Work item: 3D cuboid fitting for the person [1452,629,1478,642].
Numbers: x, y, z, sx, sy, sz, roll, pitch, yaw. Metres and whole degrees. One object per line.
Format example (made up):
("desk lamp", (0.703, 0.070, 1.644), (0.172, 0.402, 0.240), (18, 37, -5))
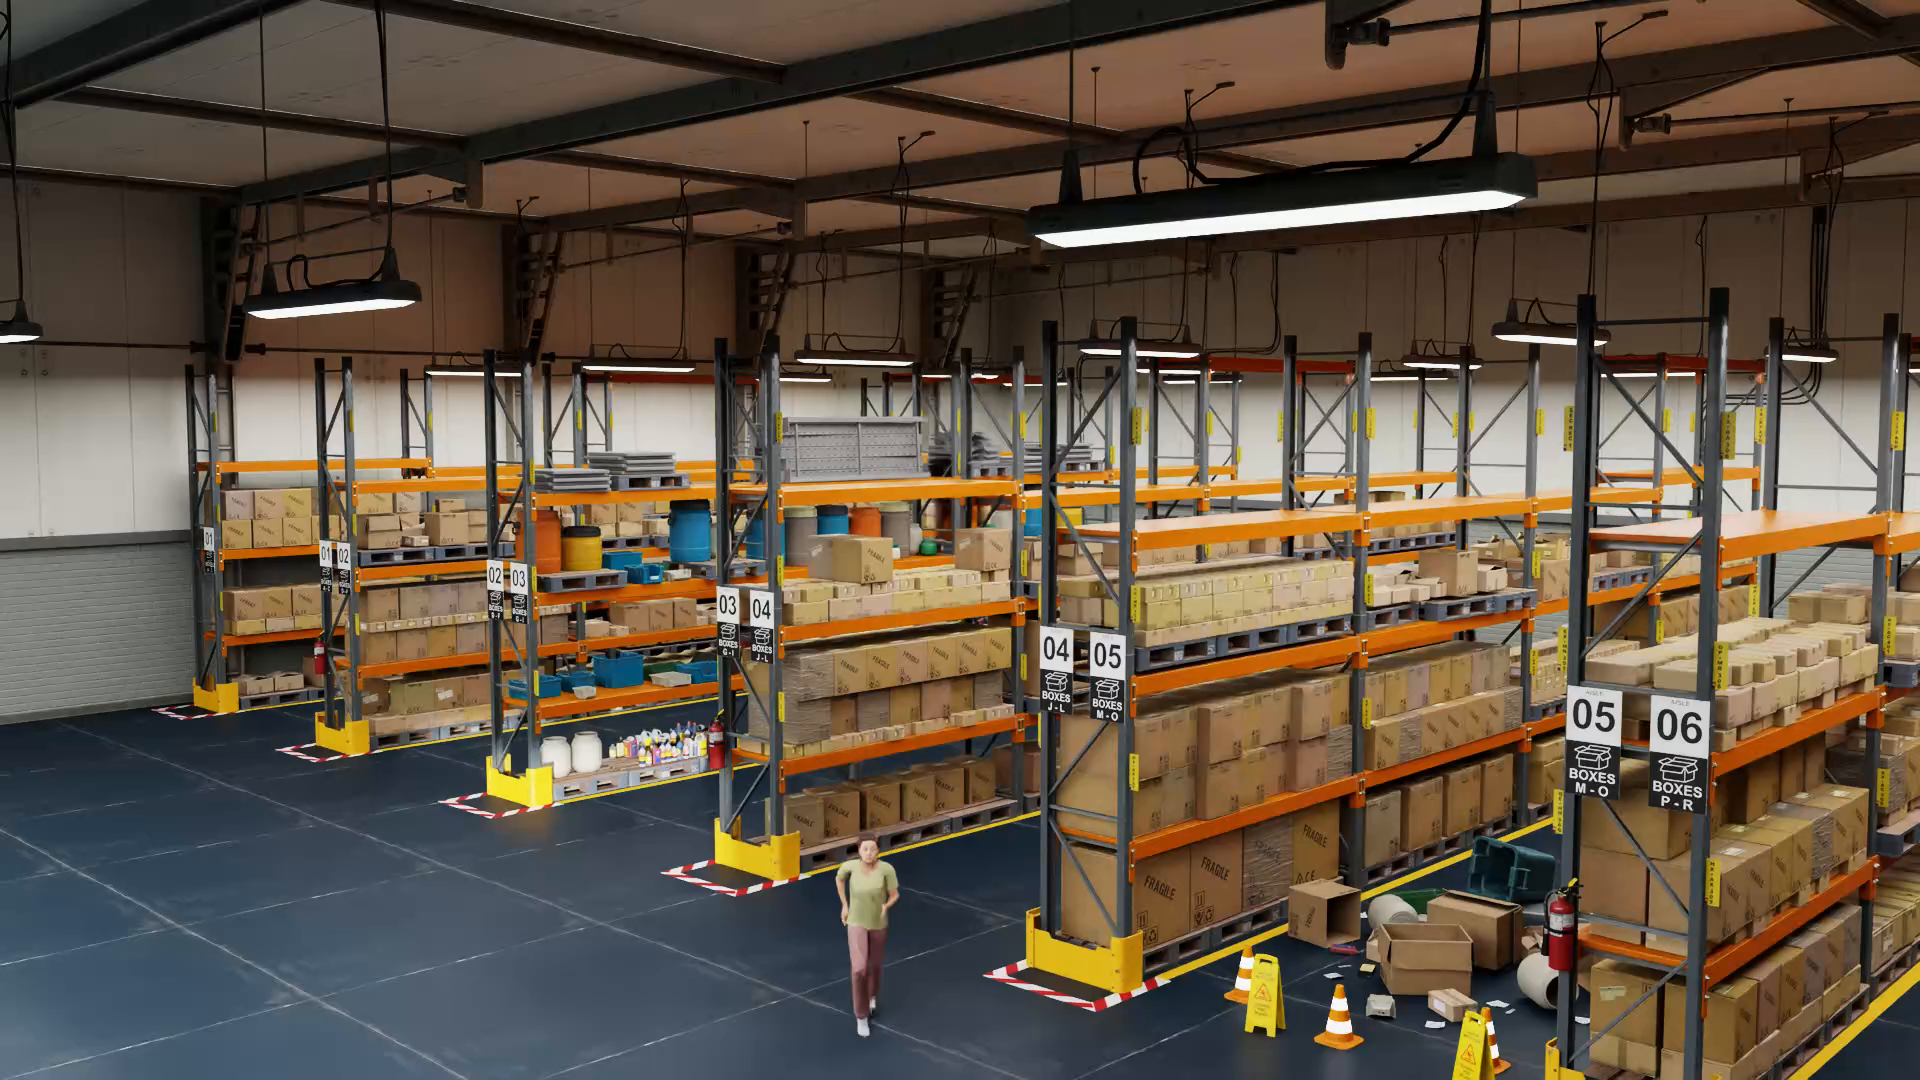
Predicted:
("person", (9.417, 1.951, 31.162), (0.673, 1.675, 0.545), (-1, 5, -17))

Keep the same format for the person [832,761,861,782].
("person", (-1.604, 2.654, 22.397), (0.697, 1.570, 0.943), (1, 5, 17))

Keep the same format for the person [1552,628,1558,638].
("person", (9.700, 2.260, 26.732), (0.653, 1.738, 0.674), (-3, 5, -36))

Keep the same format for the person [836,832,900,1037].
("person", (-0.774, 3.288, 14.015), (0.515, 1.701, 0.821), (-1, 4, -10))
